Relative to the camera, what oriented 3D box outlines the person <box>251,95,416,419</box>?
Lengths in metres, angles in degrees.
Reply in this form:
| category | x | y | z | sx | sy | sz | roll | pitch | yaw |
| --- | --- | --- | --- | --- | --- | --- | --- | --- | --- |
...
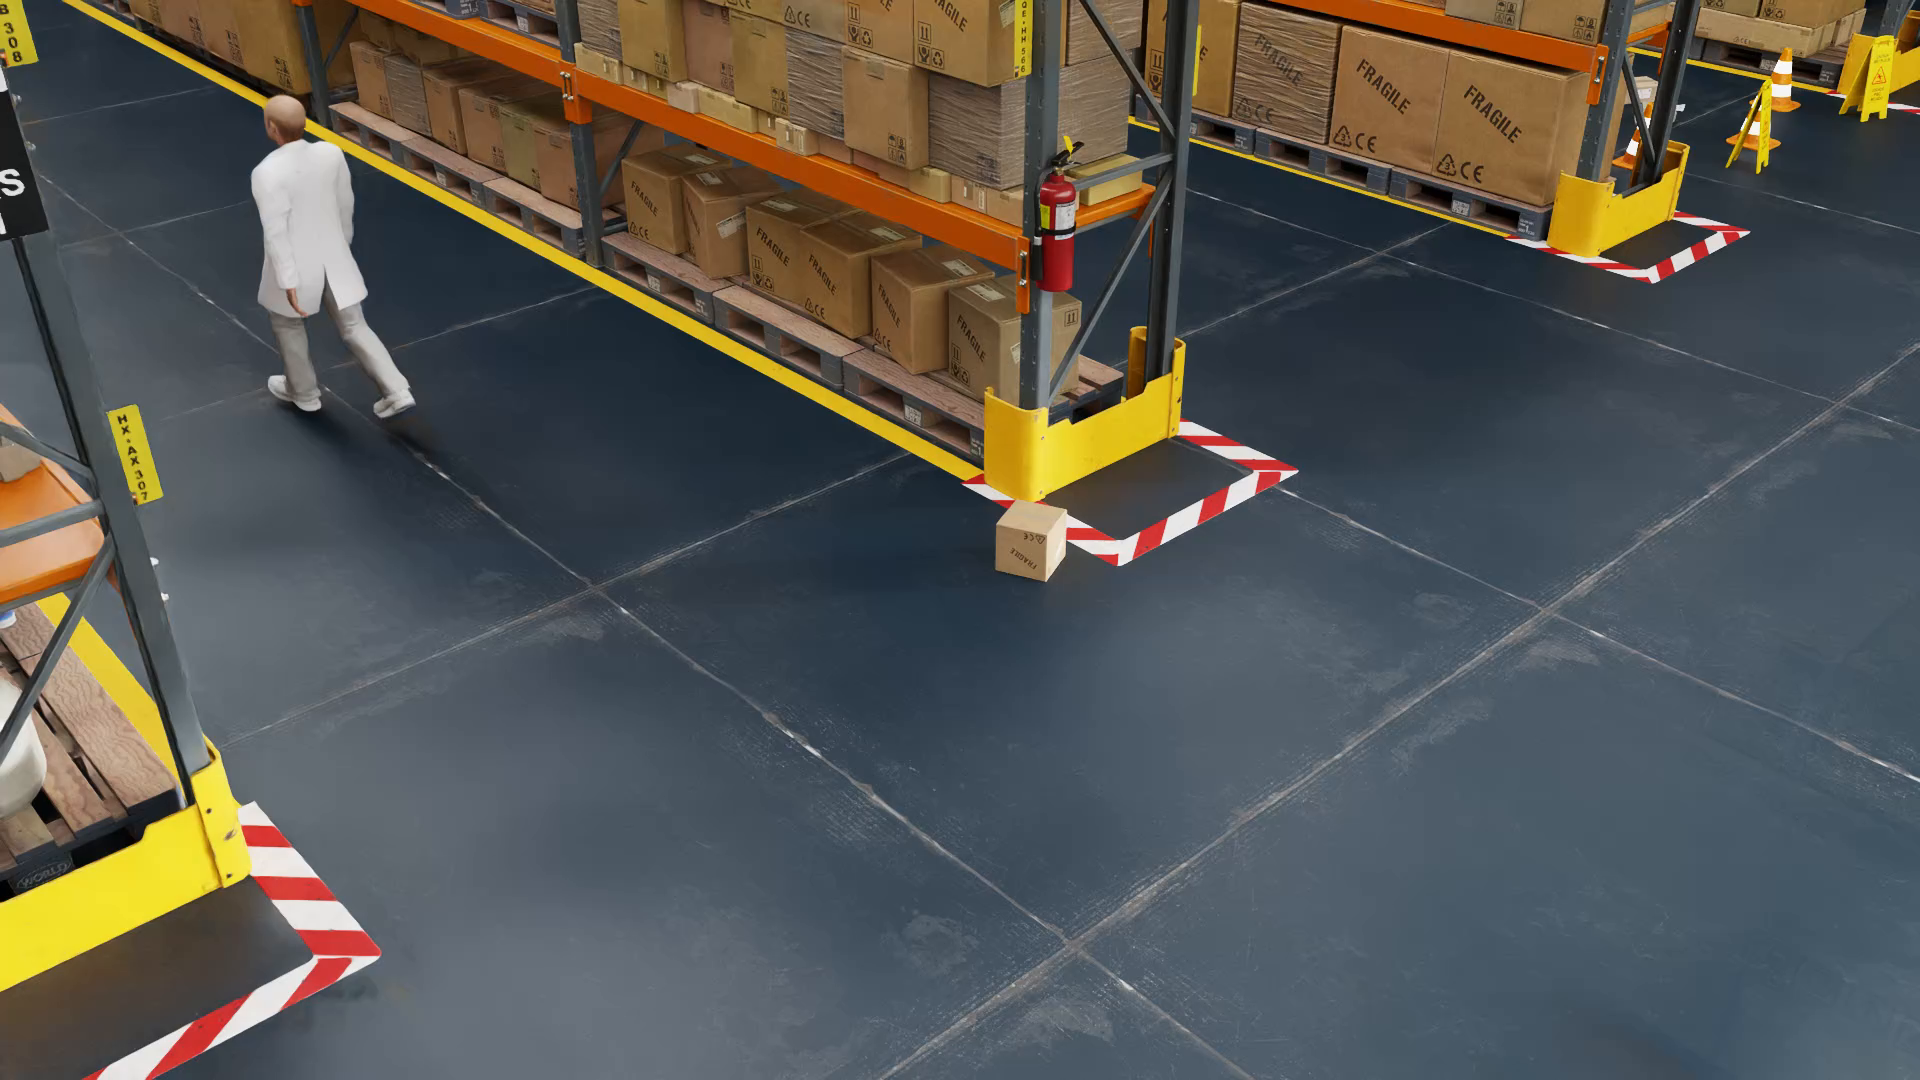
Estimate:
| category | x | y | z | sx | sy | sz | roll | pitch | yaw |
| --- | --- | --- | --- | --- | --- | --- | --- | --- | --- |
| person | -3.285 | -1.412 | 8.465 | 1.069 | 1.736 | 0.567 | 24 | 39 | 34 |
